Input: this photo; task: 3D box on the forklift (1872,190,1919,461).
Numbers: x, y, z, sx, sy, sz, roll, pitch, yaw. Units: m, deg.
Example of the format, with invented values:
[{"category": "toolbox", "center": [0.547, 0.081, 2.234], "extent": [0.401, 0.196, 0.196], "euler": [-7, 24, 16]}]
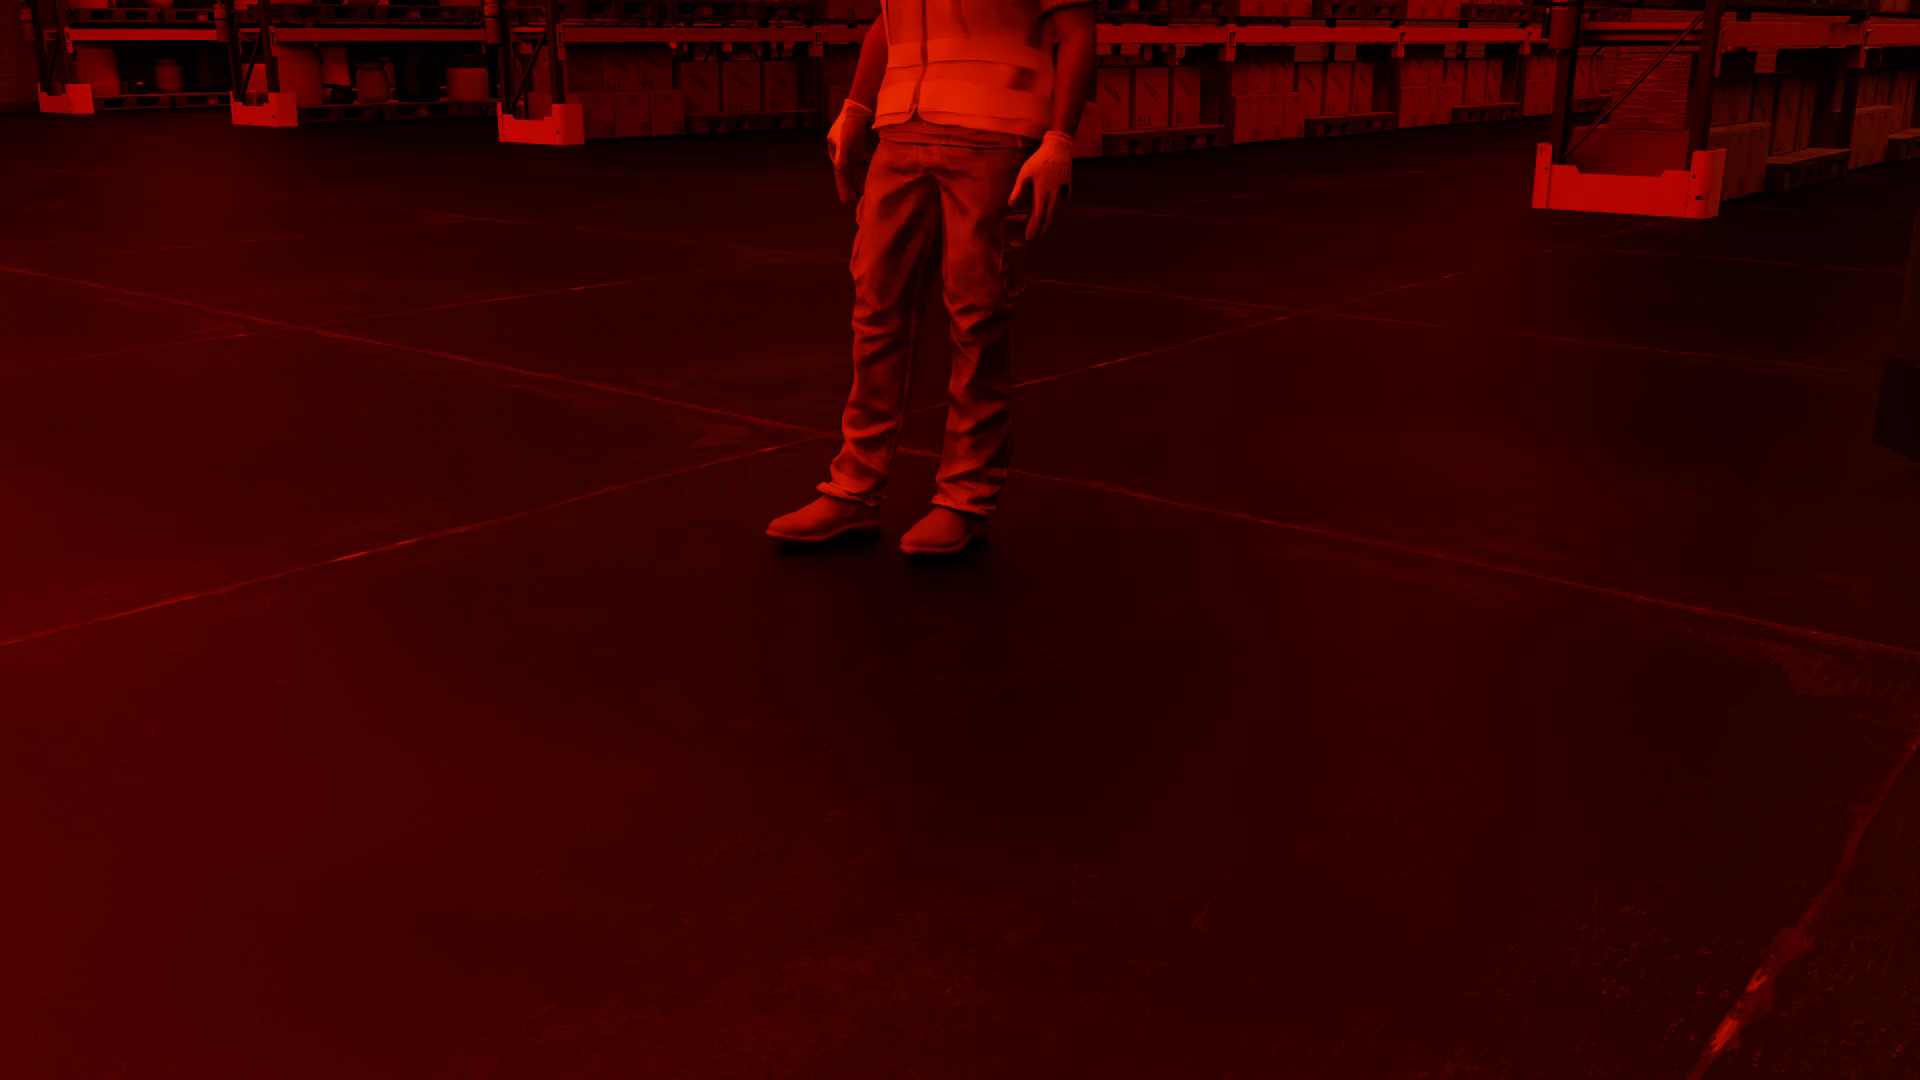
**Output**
[{"category": "forklift", "center": [4.057, -1.506, 3.856], "extent": [3.031, 2.935, 1.130], "euler": [-1, 17, -4]}]

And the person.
[{"category": "person", "center": [-0.053, -0.846, 3.632], "extent": [0.657, 1.785, 0.575], "euler": [13, 21, 37]}]
